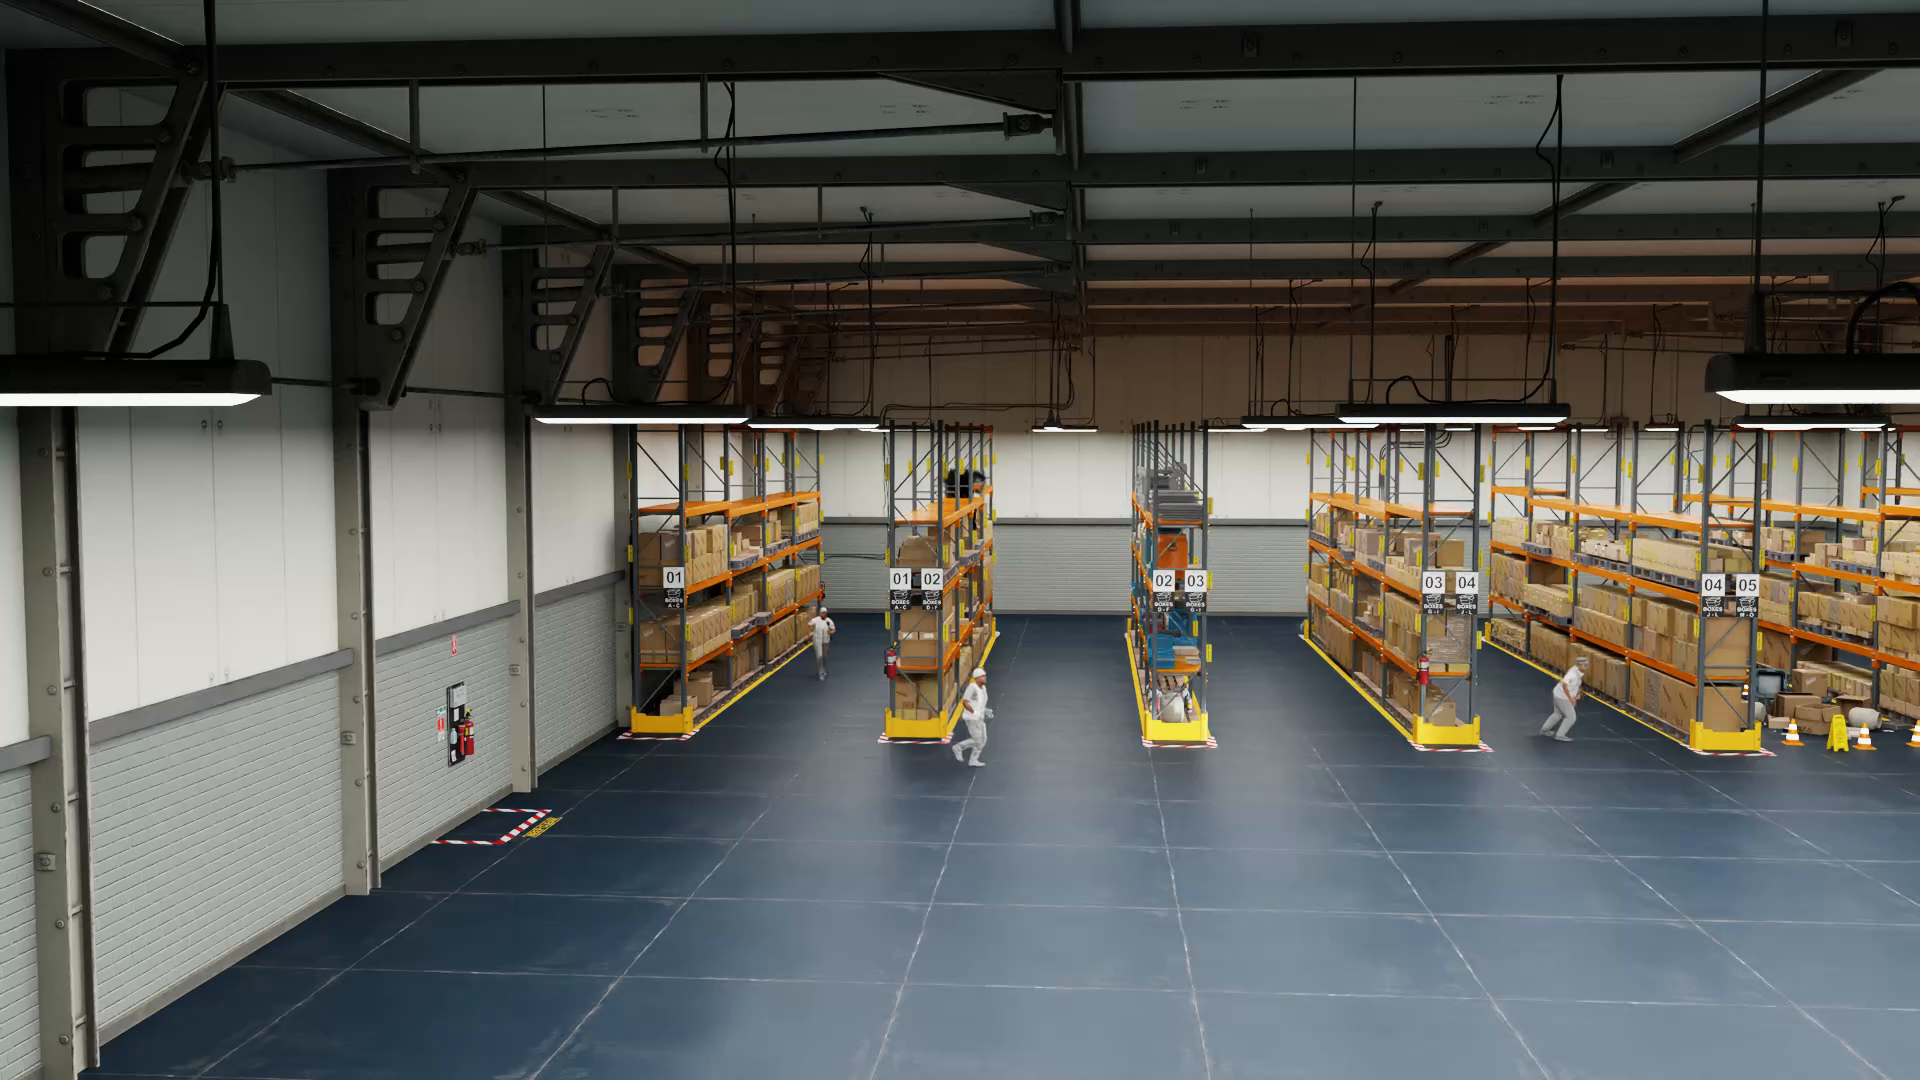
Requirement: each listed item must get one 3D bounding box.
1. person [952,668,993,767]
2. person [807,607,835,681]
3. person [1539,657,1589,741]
[{"bbox_3d":[0.187,3.055,28.695,0.651,1.714,0.684,2,4,24],"label":"person"},{"bbox_3d":[-3.263,2.429,39.061,0.640,1.715,0.848,-1,4,-17],"label":"person"},{"bbox_3d":[11.317,2.961,31.163,0.867,1.607,0.734,2,4,23],"label":"person"}]
